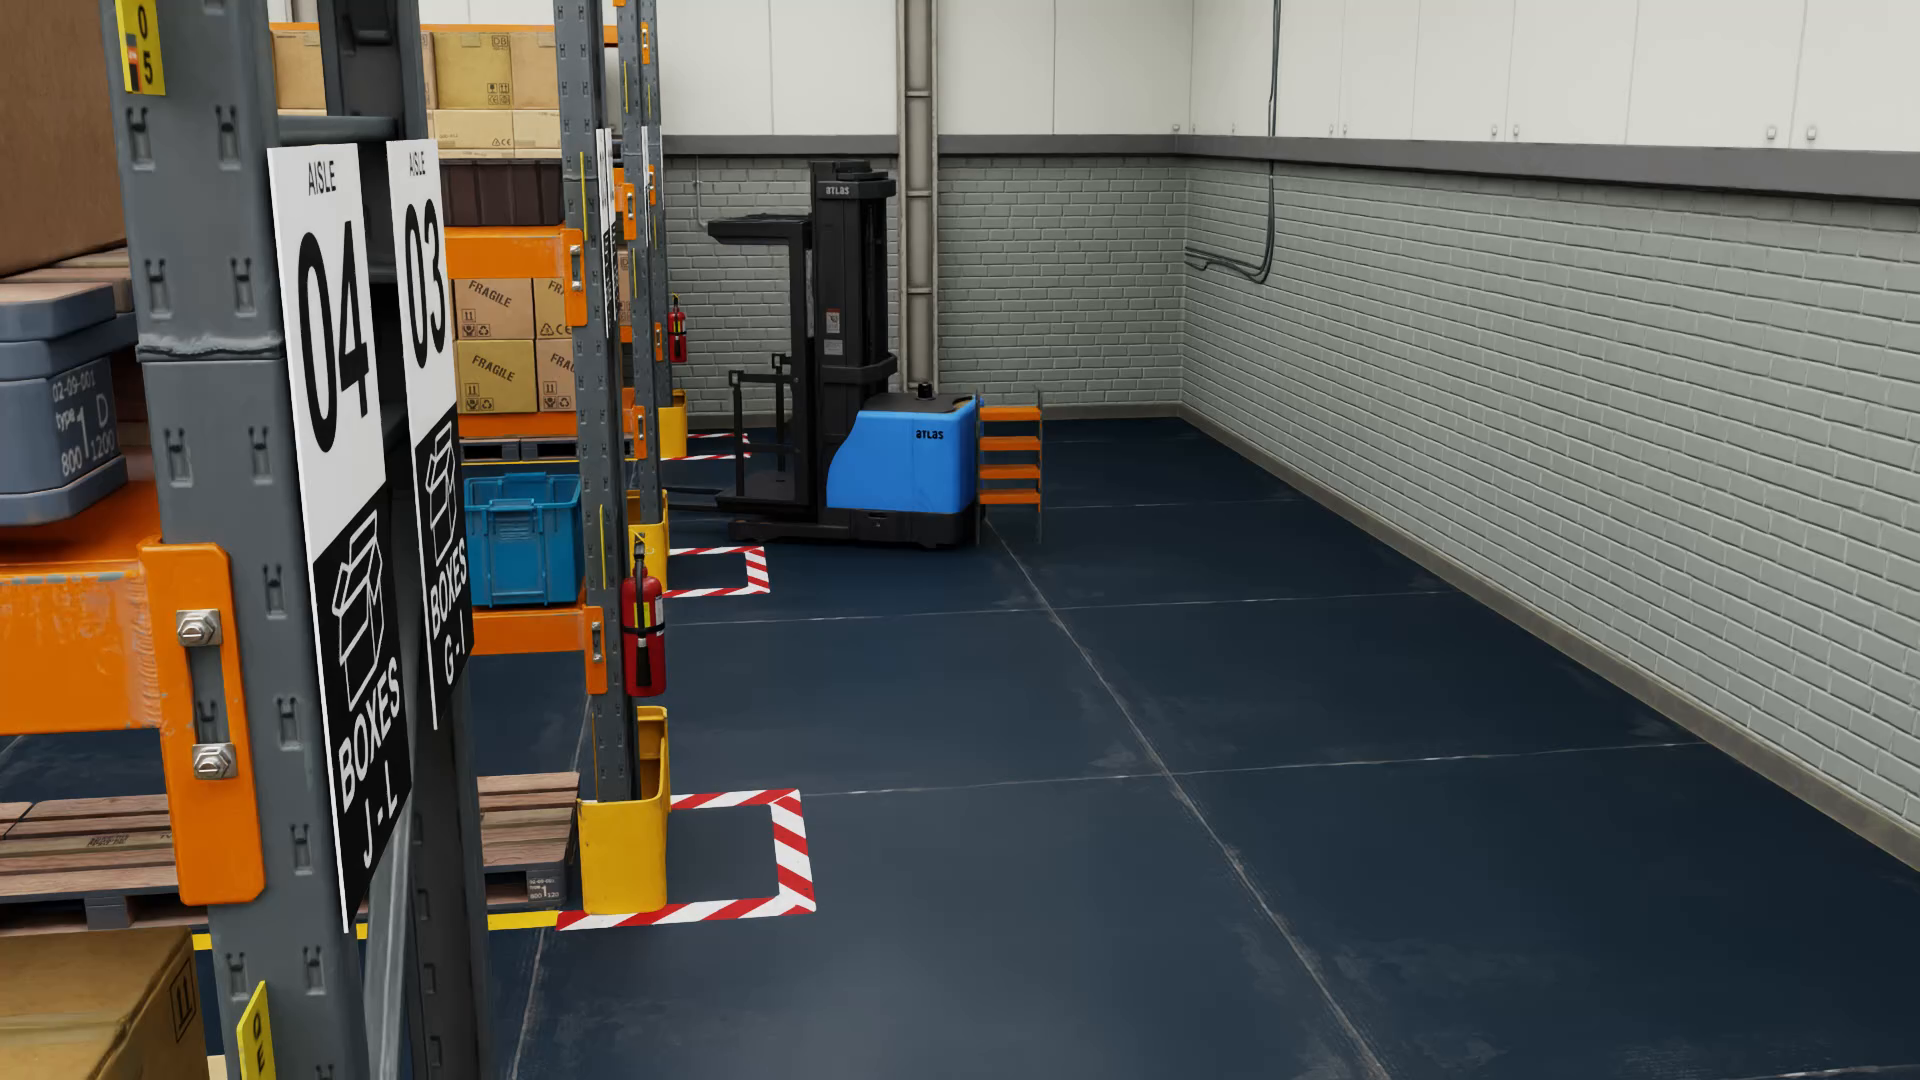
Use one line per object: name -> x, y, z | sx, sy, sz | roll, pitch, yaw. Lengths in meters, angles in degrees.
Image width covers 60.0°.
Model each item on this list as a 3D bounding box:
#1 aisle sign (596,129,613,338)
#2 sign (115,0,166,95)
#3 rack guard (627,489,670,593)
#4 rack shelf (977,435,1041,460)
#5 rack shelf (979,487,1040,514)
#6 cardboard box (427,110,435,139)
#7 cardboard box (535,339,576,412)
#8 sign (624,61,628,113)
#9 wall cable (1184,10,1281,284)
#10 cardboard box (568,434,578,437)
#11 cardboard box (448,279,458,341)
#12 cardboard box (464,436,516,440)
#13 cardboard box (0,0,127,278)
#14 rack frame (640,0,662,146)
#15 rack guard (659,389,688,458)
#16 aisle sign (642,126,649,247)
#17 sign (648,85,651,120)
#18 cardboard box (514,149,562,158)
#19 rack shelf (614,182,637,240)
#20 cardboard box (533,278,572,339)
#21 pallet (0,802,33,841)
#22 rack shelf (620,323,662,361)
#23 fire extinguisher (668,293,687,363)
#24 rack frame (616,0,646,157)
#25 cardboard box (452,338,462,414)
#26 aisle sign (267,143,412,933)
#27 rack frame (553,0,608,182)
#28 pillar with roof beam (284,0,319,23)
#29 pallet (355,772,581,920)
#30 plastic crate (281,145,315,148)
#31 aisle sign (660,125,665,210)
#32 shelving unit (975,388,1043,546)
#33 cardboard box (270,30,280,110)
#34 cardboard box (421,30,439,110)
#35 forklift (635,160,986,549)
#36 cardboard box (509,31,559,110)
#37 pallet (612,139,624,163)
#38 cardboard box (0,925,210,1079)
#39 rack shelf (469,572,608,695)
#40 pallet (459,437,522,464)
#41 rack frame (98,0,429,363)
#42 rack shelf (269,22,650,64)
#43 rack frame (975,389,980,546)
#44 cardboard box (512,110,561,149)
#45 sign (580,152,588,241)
aisle sign -> -1.401, -1.217, 6.565 | 0.004, 0.787, 0.394 | -2, 14, -8
sign -> -0.711, -0.548, 1.416 | 0.005, 0.325, 0.100 | -2, 14, -8
rack guard -> -2.325, -0.001, 12.196 | 0.348, 0.500, 1.175 | -2, 14, -8
rack shelf -> 0.379, -0.722, 12.993 | 0.480, 0.148, 0.258 | -1, 14, -4
rack shelf -> 0.379, -0.313, 13.095 | 0.480, 0.148, 0.258 | -1, 14, -4
cardboard box -> -3.709, -2.725, 11.036 | 0.500, 0.250, 0.500 | -2, 14, -8
cardboard box -> -2.652, -1.183, 11.565 | 0.500, 0.500, 0.500 | -2, 14, -7
sign -> -2.187, -2.966, 10.895 | 0.005, 0.325, 0.100 | -2, 14, -8
wall cable -> 2.654, -3.930, 16.776 | 0.112, 2.526, 3.097 | -2, 14, -8
cardboard box -> -3.669, -1.349, 16.710 | 0.500, 0.500, 0.700 | -2, 14, -8
cardboard box -> -3.660, -1.628, 11.288 | 0.500, 0.500, 0.500 | -2, 14, -7
cardboard box -> -4.661, -1.312, 16.564 | 0.500, 0.500, 0.700 | -3, 14, -10
cardboard box -> -1.284, -0.557, 1.834 | 0.500, 0.500, 0.700 | -3, 14, -12
rack frame -> -2.992, -5.317, 15.924 | 0.127, 3.000, 1.000 | -2, 14, -8
rack guard -> -2.968, -1.196, 16.961 | 0.348, 0.500, 1.175 | -2, 14, -8
aisle sign -> -2.137, -2.405, 11.303 | 0.004, 0.787, 0.394 | -2, 14, -8
sign -> -2.925, -4.122, 15.668 | 0.005, 0.325, 0.100 | -2, 14, -8
cardboard box -> -2.719, -2.516, 11.229 | 0.500, 0.250, 0.500 | -2, 14, -8
rack shelf -> -4.228, -2.249, 11.337 | 4.000, 0.370, 1.077 | -2, 14, -8
cardboard box -> -2.649, -1.667, 11.441 | 0.500, 0.500, 0.500 | -2, 14, -9
pallet -> -4.750, 1.437, 7.056 | 1.213, 0.211, 1.003 | -2, 14, -8
rack shelf -> -4.969, -1.986, 16.452 | 4.000, 0.370, 1.077 | -2, 14, -8
fire extinguisher -> -2.774, -2.083, 16.288 | 0.183, 0.674, 0.296 | -2, 14, -8
rack frame -> -2.250, -4.126, 11.173 | 0.127, 3.000, 1.000 | -2, 14, -8
cardboard box -> -3.659, -1.146, 11.420 | 0.500, 0.500, 0.500 | -2, 14, -8
aisle sign -> -0.662, -0.024, 1.807 | 0.004, 0.787, 0.394 | -2, 14, -8
rack frame -> -1.516, -2.934, 6.422 | 0.127, 3.000, 1.000 | -2, 14, -8
pillar with roof beam -> -5.742, -4.370, 12.148 | 0.400, 9.000, 9.100 | -2, 14, -8
pallet -> -2.337, 1.349, 7.409 | 1.213, 0.211, 1.003 | -2, 14, -8
plastic crate -> -3.067, -1.460, 6.837 | 0.767, 0.338, 0.504 | -2, 14, -8
aisle sign -> -2.876, -3.599, 16.060 | 0.004, 0.787, 0.394 | -2, 14, -8
shelving unit -> 0.379, -0.571, 13.031 | 0.503, 1.200, 0.258 | -1, 14, -4
cardboard box -> -4.721, -3.090, 10.948 | 0.500, 0.500, 0.700 | -2, 14, -8
cardboard box -> -3.741, -3.140, 11.148 | 0.500, 0.500, 0.700 | -2, 14, -8
forklift -> -1.362, -1.523, 13.268 | 3.031, 2.935, 1.130 | 3, 14, 13
cardboard box -> -2.755, -3.182, 11.314 | 0.500, 0.500, 0.700 | -2, 14, -8
pallet -> -3.724, -3.790, 16.182 | 1.213, 0.211, 1.003 | -2, 14, -8
cardboard box -> -1.220, 0.813, 1.969 | 0.500, 0.500, 0.500 | -2, 14, -8
rack shelf -> -3.493, 0.397, 6.950 | 4.000, 0.370, 1.077 | -2, 14, -8
pallet -> -4.974, -0.963, 16.629 | 1.213, 0.211, 1.003 | -2, 14, -8
rack frame -> -0.778, -1.743, 1.671 | 0.127, 3.000, 1.000 | -2, 14, -8
rack shelf -> -4.969, -4.702, 15.771 | 4.000, 0.370, 1.077 | -2, 14, -8
rack frame -> 0.136, -0.566, 13.013 | 0.015, 1.200, 0.240 | -1, 14, -4
cardboard box -> -2.720, -2.760, 11.177 | 0.500, 0.250, 0.500 | -2, 14, -8
sign -> -1.418, -1.297, 6.274 | 0.005, 0.325, 0.100 | -2, 14, -8
